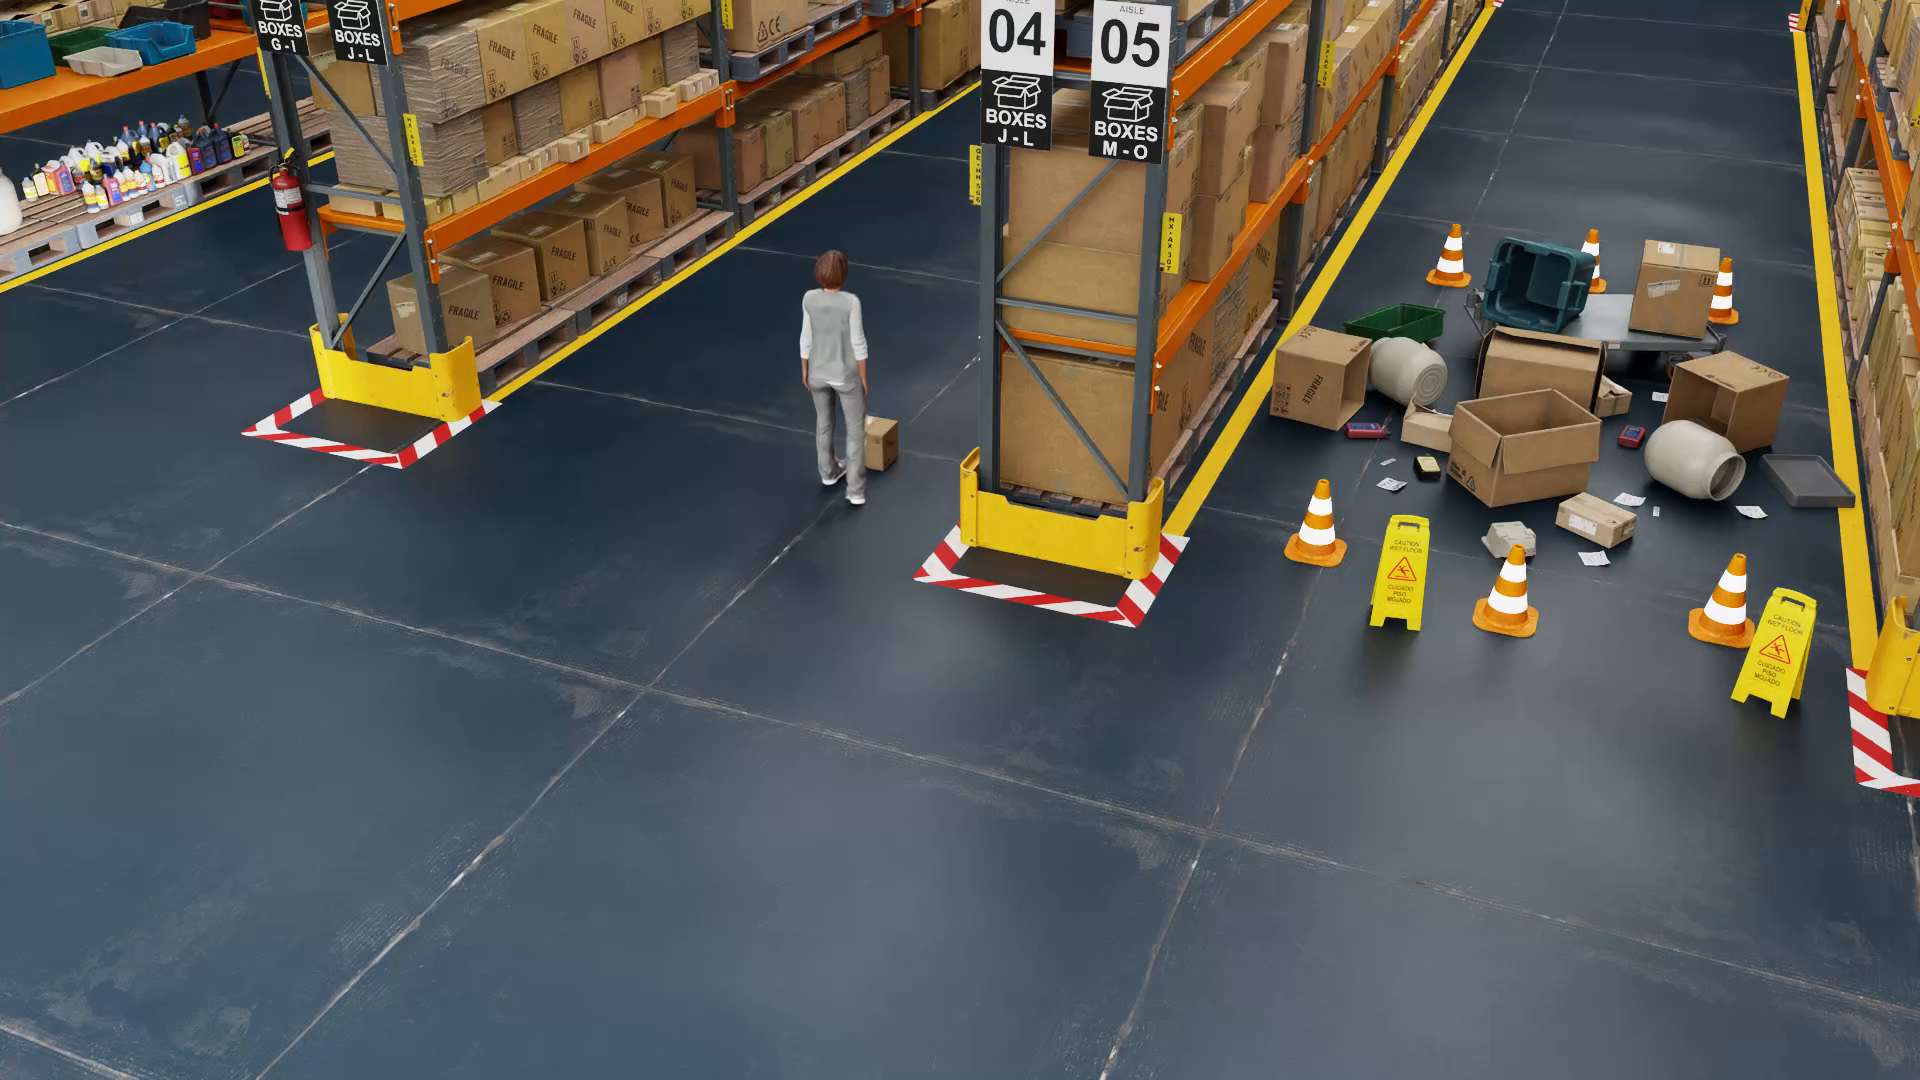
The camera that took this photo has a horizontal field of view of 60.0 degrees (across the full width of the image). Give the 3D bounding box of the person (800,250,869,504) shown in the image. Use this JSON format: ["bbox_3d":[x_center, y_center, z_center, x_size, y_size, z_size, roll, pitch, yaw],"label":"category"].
[{"bbox_3d":[-0.744,-1.012,10.146,0.438,1.611,0.523,8,31,14],"label":"person"}]
